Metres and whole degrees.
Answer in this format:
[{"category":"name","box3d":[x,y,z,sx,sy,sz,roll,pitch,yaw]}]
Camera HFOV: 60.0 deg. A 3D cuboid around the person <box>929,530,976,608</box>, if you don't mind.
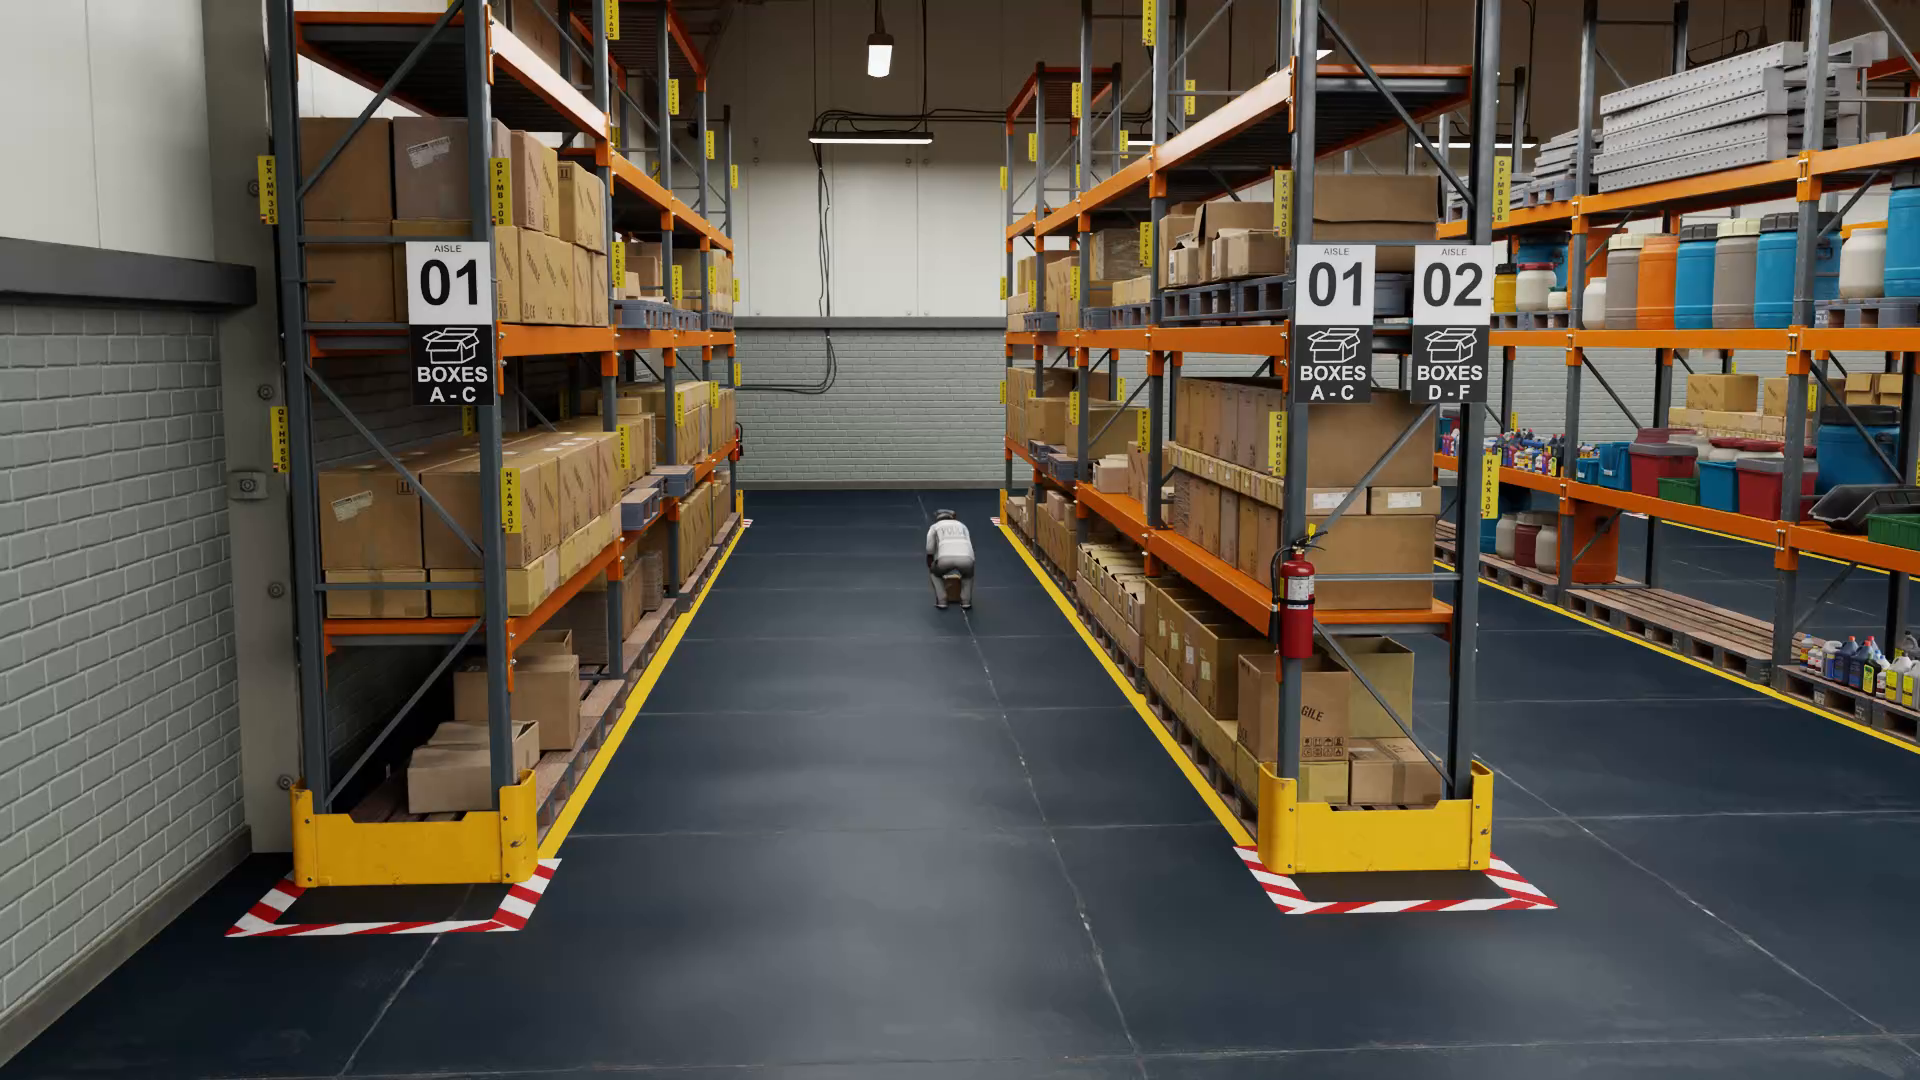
[{"category":"person","box3d":[-0.083,0.300,17.117,0.462,0.787,0.928,-1,7,-5]}]
